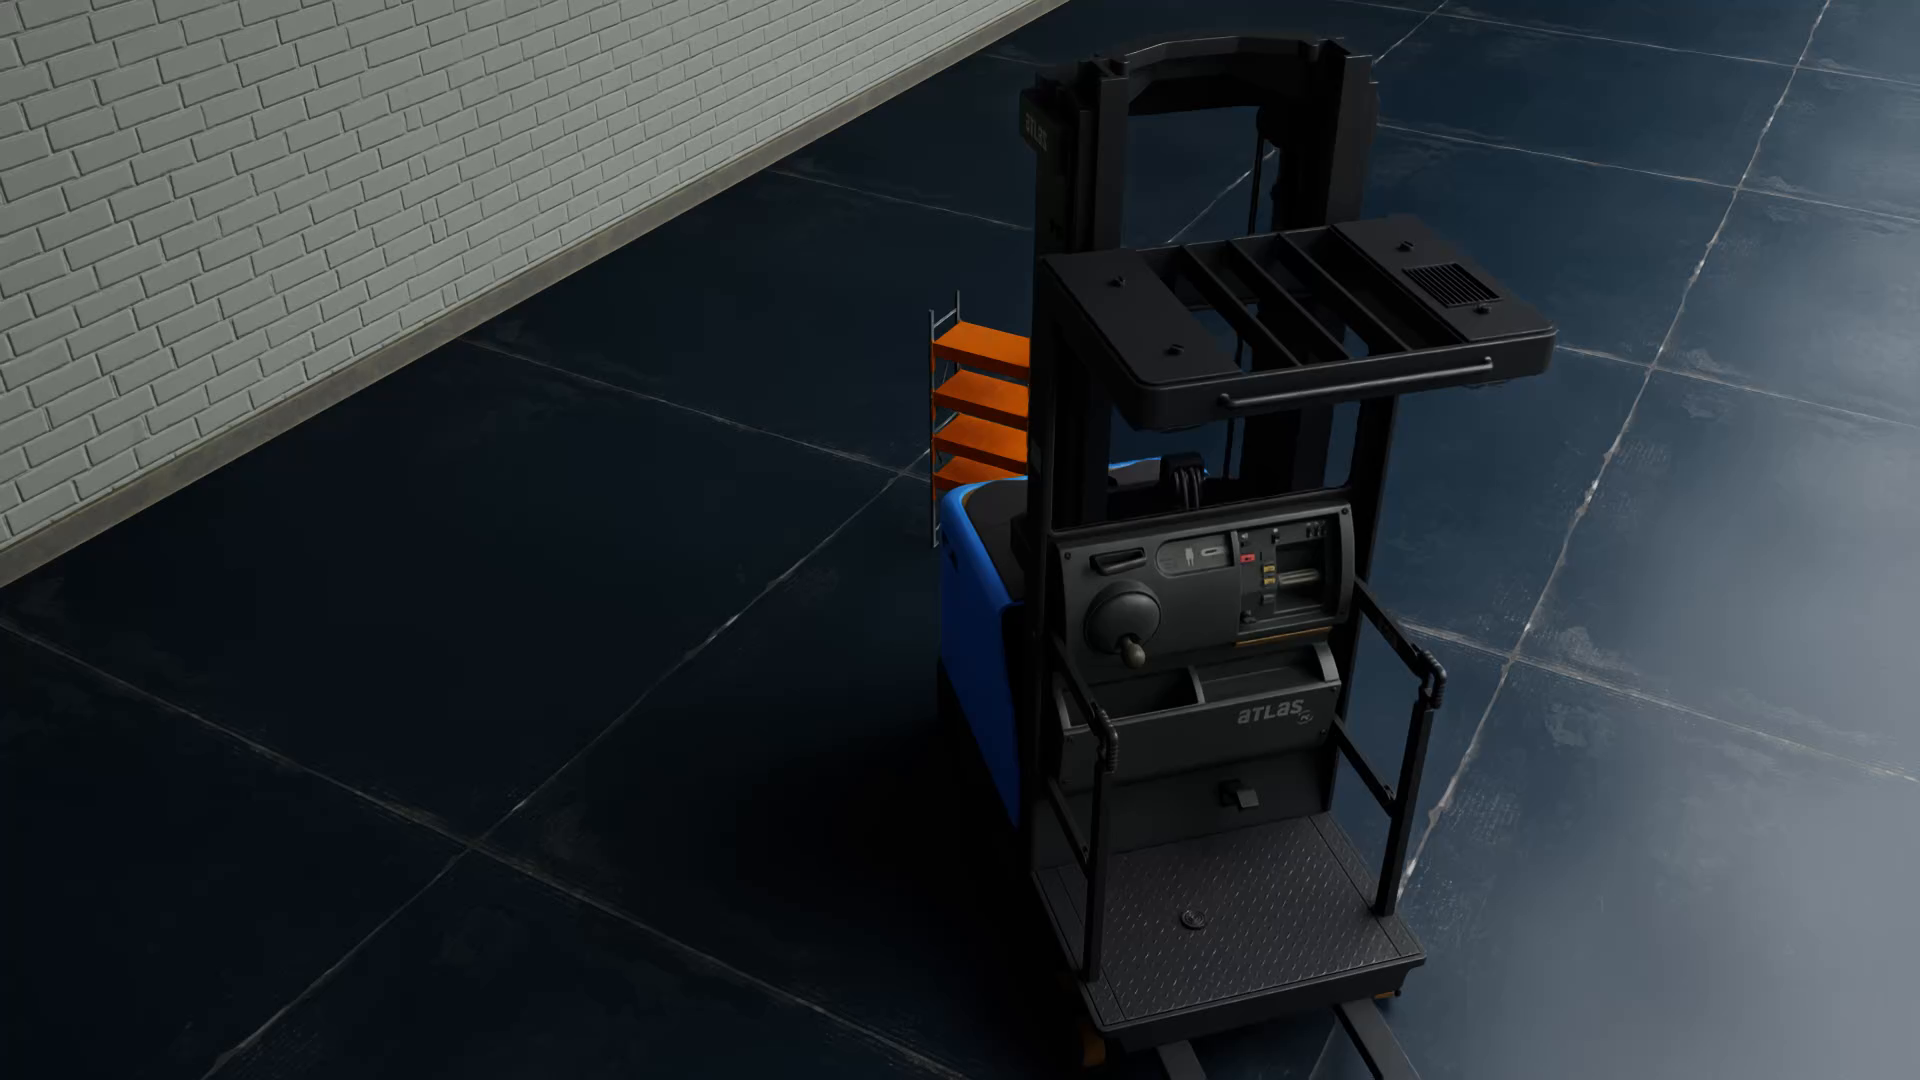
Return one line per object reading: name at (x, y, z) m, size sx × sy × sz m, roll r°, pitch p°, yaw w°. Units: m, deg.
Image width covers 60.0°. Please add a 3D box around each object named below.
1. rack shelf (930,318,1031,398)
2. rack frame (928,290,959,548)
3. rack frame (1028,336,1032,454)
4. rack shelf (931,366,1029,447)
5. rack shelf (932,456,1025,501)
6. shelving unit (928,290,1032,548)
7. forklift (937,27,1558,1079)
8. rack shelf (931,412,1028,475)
rack shelf at (0.144, -0.781, 7.103) m, size 0.480 × 0.148 × 0.258 m, roll 18°, pitch 37°, yaw 24°
rack frame at (-0.068, -0.521, 7.421) m, size 0.015 × 1.200 × 0.240 m, roll 18°, pitch 37°, yaw 24°
rack frame at (0.356, -0.387, 7.220) m, size 0.015 × 1.200 × 0.240 m, roll 18°, pitch 37°, yaw 24°
rack shelf at (0.144, -0.584, 7.234) m, size 0.480 × 0.148 × 0.258 m, roll 18°, pitch 37°, yaw 24°
rack shelf at (0.144, -0.233, 7.468) m, size 0.480 × 0.148 × 0.258 m, roll 18°, pitch 37°, yaw 24°
shelving unit at (0.144, -0.454, 7.320) m, size 0.503 × 1.200 × 0.258 m, roll 18°, pitch 37°, yaw 24°
forklift at (0.803, 0.193, 4.787) m, size 1.130 × 2.935 × 3.031 m, roll -9°, pitch 35°, yaw -13°
rack shelf at (0.144, -0.398, 7.358) m, size 0.480 × 0.148 × 0.258 m, roll 18°, pitch 37°, yaw 24°
